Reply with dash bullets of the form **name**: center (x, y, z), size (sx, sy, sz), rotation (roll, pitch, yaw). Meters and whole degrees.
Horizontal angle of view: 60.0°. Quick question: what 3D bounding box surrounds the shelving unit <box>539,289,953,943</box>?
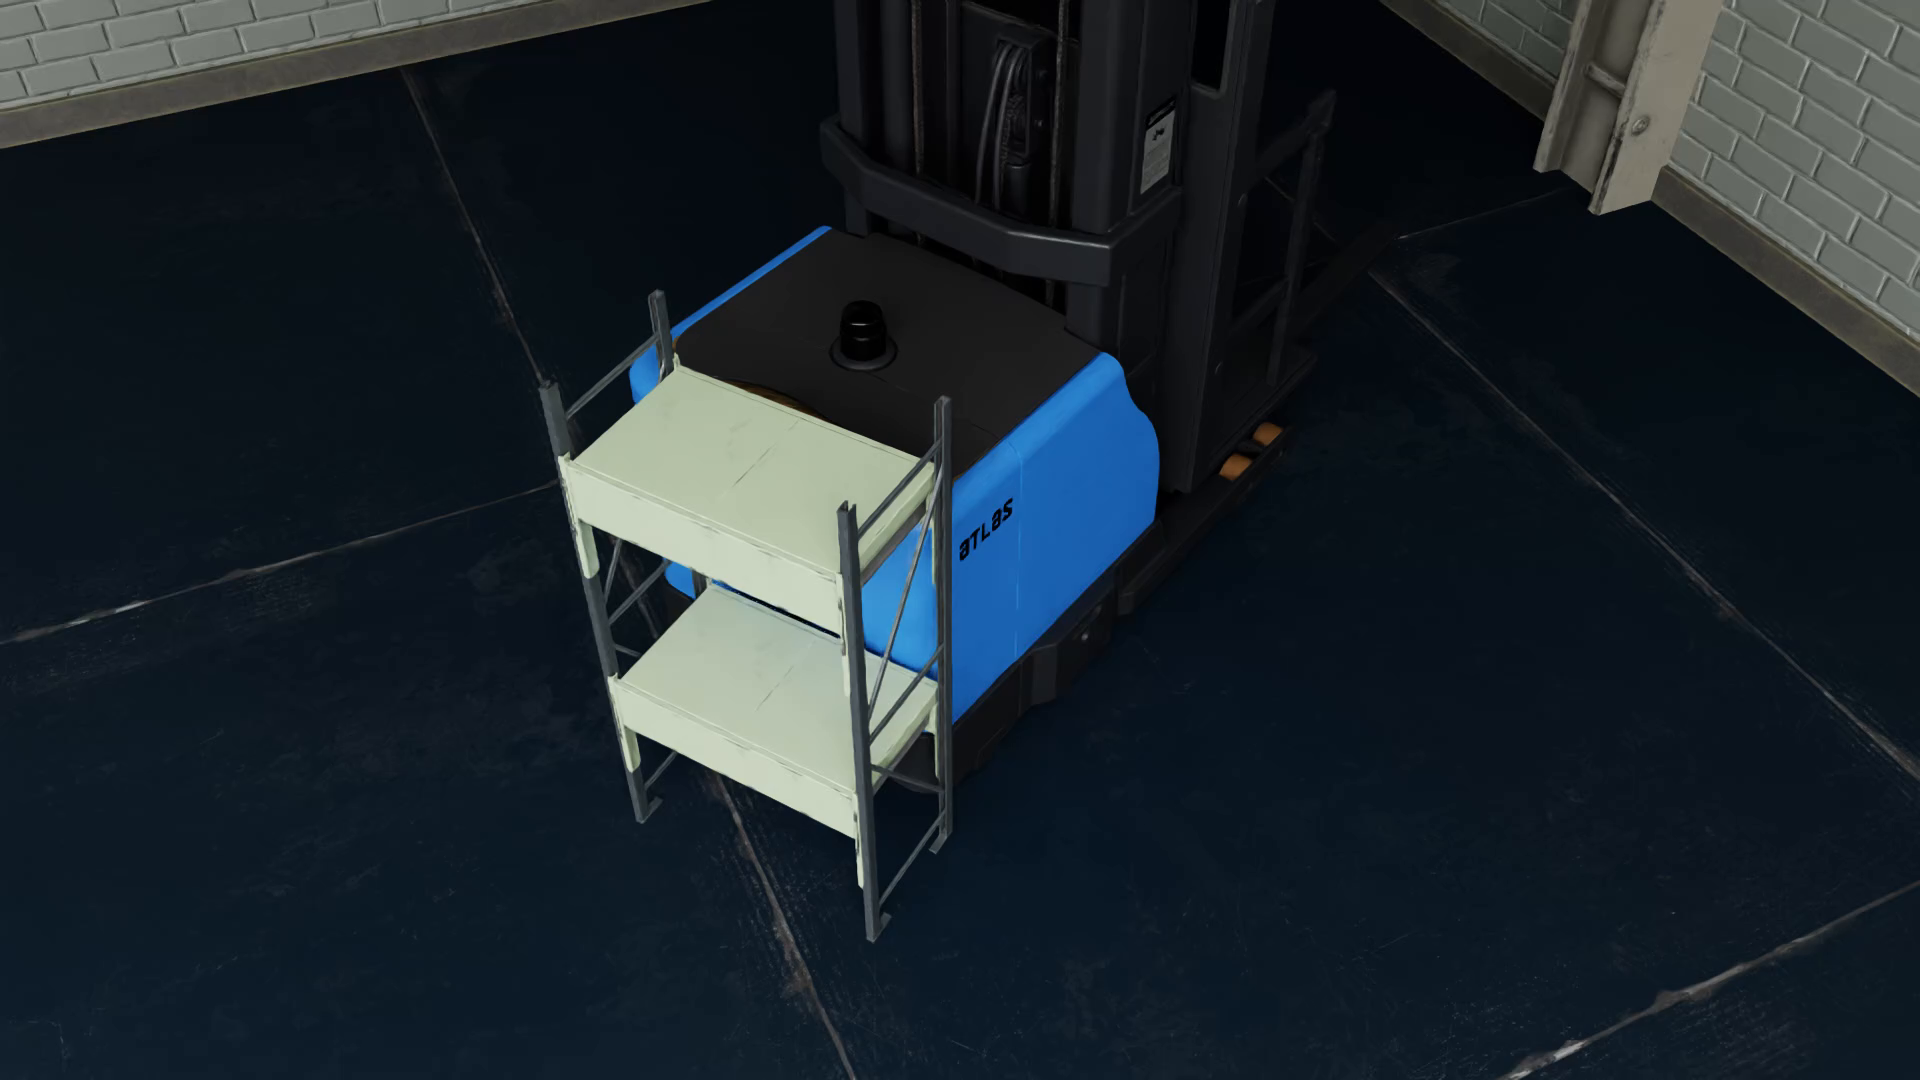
- **shelving unit**: center (-0.444, 0.233, 3.945), size (0.755, 1.500, 0.431), rotation (22, 49, 21)

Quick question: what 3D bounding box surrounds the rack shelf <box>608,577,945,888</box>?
- **rack shelf**: center (-0.445, 0.466, 4.173), size (0.720, 0.370, 0.431), rotation (22, 49, 21)

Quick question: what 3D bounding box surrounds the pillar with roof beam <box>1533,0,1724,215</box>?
- **pillar with roof beam**: center (-1.347, -3.379, 2.267), size (9.100, 9.000, 0.400), rotation (-18, 47, -17)

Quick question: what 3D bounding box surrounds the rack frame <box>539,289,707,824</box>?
- **rack frame**: center (-0.762, 0.105, 4.075), size (0.023, 1.500, 0.400), rotation (22, 49, 21)

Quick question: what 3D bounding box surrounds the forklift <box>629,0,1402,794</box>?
- **forklift**: center (0.439, -1.349, 4.531), size (1.130, 2.935, 3.031), rotation (28, 51, 26)

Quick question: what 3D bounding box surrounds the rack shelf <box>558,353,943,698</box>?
- **rack shelf**: center (-0.444, -0.045, 3.671), size (0.720, 0.370, 0.431), rotation (22, 49, 21)

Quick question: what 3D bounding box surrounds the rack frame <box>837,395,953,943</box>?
- **rack frame**: center (-0.127, 0.362, 3.815), size (0.023, 1.500, 0.400), rotation (22, 49, 21)
